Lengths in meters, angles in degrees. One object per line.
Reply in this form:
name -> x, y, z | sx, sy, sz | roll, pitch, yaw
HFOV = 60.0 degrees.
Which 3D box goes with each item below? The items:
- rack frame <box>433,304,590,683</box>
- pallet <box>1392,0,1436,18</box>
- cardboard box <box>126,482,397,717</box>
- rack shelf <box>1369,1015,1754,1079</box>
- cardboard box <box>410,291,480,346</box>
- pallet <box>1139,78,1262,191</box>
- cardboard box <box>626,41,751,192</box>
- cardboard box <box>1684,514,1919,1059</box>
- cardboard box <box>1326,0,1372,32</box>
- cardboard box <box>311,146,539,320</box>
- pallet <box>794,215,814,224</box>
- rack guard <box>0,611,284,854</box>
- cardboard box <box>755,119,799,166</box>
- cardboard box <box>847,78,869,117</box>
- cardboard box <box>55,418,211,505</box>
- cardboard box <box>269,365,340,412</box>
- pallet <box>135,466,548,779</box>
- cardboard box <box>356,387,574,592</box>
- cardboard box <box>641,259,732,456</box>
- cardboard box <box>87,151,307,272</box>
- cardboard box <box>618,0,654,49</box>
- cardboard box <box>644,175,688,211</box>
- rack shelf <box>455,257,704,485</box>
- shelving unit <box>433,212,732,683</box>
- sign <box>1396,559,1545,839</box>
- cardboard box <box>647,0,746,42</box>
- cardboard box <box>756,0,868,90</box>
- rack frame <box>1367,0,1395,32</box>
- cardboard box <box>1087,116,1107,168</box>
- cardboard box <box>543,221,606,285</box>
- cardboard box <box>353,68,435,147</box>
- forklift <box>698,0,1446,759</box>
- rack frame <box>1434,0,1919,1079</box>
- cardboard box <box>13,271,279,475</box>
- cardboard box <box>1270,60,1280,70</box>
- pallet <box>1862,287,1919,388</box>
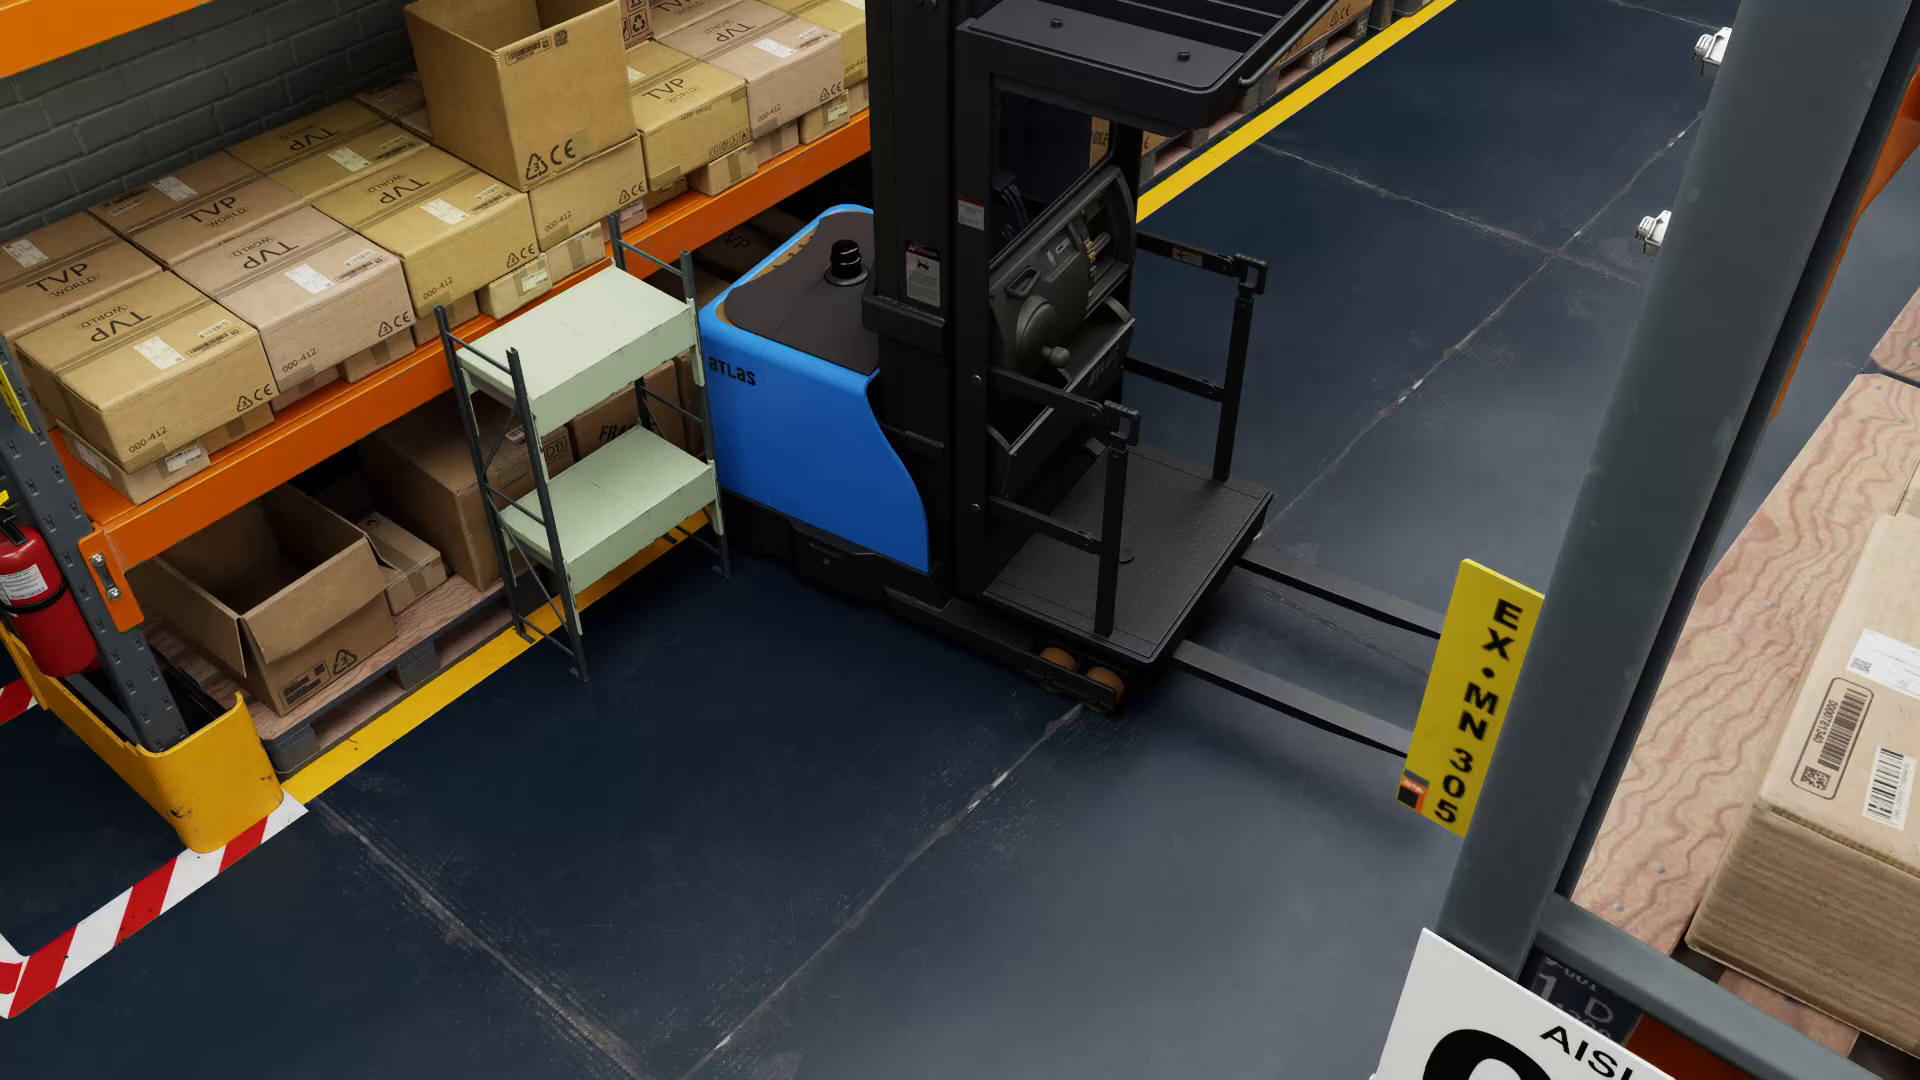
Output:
rack frame -> -1.535, -0.116, 5.762 | 0.400, 1.500, 0.023 | 29, 50, 28
pallet -> 2.785, -3.834, 10.809 | 1.003, 0.211, 1.213 | 29, 50, 28
cardboard box -> -2.457, 0.155, 5.893 | 0.797, 0.503, 0.637 | 28, 49, 27
rack shelf -> 2.165, -0.066, 2.897 | 1.077, 0.370, 4.000 | 29, 50, 28
cardboard box -> -1.855, -0.841, 5.632 | 0.380, 0.149, 0.250 | 30, 50, 29
pallet -> 0.930, -2.433, 9.269 | 1.003, 0.211, 1.213 | 29, 50, 28
cardboard box -> -1.133, -1.570, 6.137 | 0.500, 0.250, 0.500 | 29, 50, 28
cardboard box -> 1.099, 0.291, 1.696 | 0.500, 0.250, 0.500 | 25, 48, 25
cardboard box -> 2.117, -3.378, 9.782 | 0.500, 0.500, 0.500 | 31, 51, 30
cardboard box -> -1.777, -1.033, 5.547 | 0.500, 0.250, 0.500 | 29, 49, 28
pallet -> -0.792, -1.014, 7.708 | 1.003, 0.211, 1.213 | 29, 50, 28
rack guard -> -2.875, 0.547, 5.777 | 1.175, 0.500, 0.348 | 29, 50, 28
cardboard box -> -0.850, -1.621, 6.490 | 0.380, 0.149, 0.250 | 31, 51, 29
cardboard box -> -0.512, -1.889, 6.784 | 0.380, 0.149, 0.250 | 31, 51, 29
cardboard box -> -2.502, -0.297, 5.033 | 0.380, 0.149, 0.250 | 29, 50, 28
cardboard box -> -2.231, -0.598, 5.365 | 0.380, 0.149, 0.250 | 29, 50, 28
pallet -> -2.362, 0.243, 6.327 | 1.003, 0.211, 1.213 | 29, 50, 28
cardboard box -> -1.878, -0.267, 6.360 | 0.700, 0.500, 0.500 | 32, 51, 30
cardboard box -> -1.209, -0.801, 6.948 | 0.700, 0.500, 0.500 | 28, 49, 27
cardboard box -> -2.498, -1.010, 5.522 | 0.500, 0.250, 0.500 | 30, 50, 29
cardboard box -> -1.511, -2.079, 6.140 | 0.500, 0.500, 0.500 | 28, 49, 27
cardboard box -> -1.245, -1.393, 6.239 | 0.380, 0.149, 0.250 | 30, 50, 29
rack shelf -> -1.300, -0.593, 5.707 | 0.431, 0.370, 0.720 | 29, 50, 28
shelving unit -> -1.300, -0.304, 5.969 | 0.431, 1.500, 0.755 | 29, 50, 28
sign -> 0.472, 0.158, 1.518 | 0.100, 0.325, 0.005 | 29, 50, 28
cardboard box -> -1.192, -2.054, 6.670 | 0.500, 0.250, 0.500 | 29, 50, 28
cardboard box -> -0.490, -2.086, 6.704 | 0.500, 0.250, 0.500 | 31, 51, 29
rack frame -> 2.225, -4.458, 9.424 | 1.000, 3.000, 0.127 | 29, 50, 28
cardboard box -> 0.469, -2.059, 8.331 | 0.500, 0.500, 0.500 | 29, 50, 28
cardboard box -> -1.481, -1.083, 5.898 | 0.380, 0.149, 0.250 | 31, 50, 29
cardboard box -> -1.839, -1.533, 6.096 | 0.500, 0.250, 0.500 | 29, 50, 28
forklift -> 0.533, -0.868, 5.526 | 3.031, 2.935, 1.130 | 22, 47, 22
rack frame -> 0.878, -0.412, 0.514 | 1.000, 3.000, 0.127 | 29, 50, 28
cardboard box -> -2.425, -0.511, 4.972 | 0.500, 0.250, 0.500 | 30, 50, 29
cardboard box -> 1.452, -2.854, 9.205 | 0.500, 0.500, 0.500 | 32, 51, 30
pallet -> 2.132, -0.287, 2.672 | 1.003, 0.211, 1.213 | 29, 50, 28
